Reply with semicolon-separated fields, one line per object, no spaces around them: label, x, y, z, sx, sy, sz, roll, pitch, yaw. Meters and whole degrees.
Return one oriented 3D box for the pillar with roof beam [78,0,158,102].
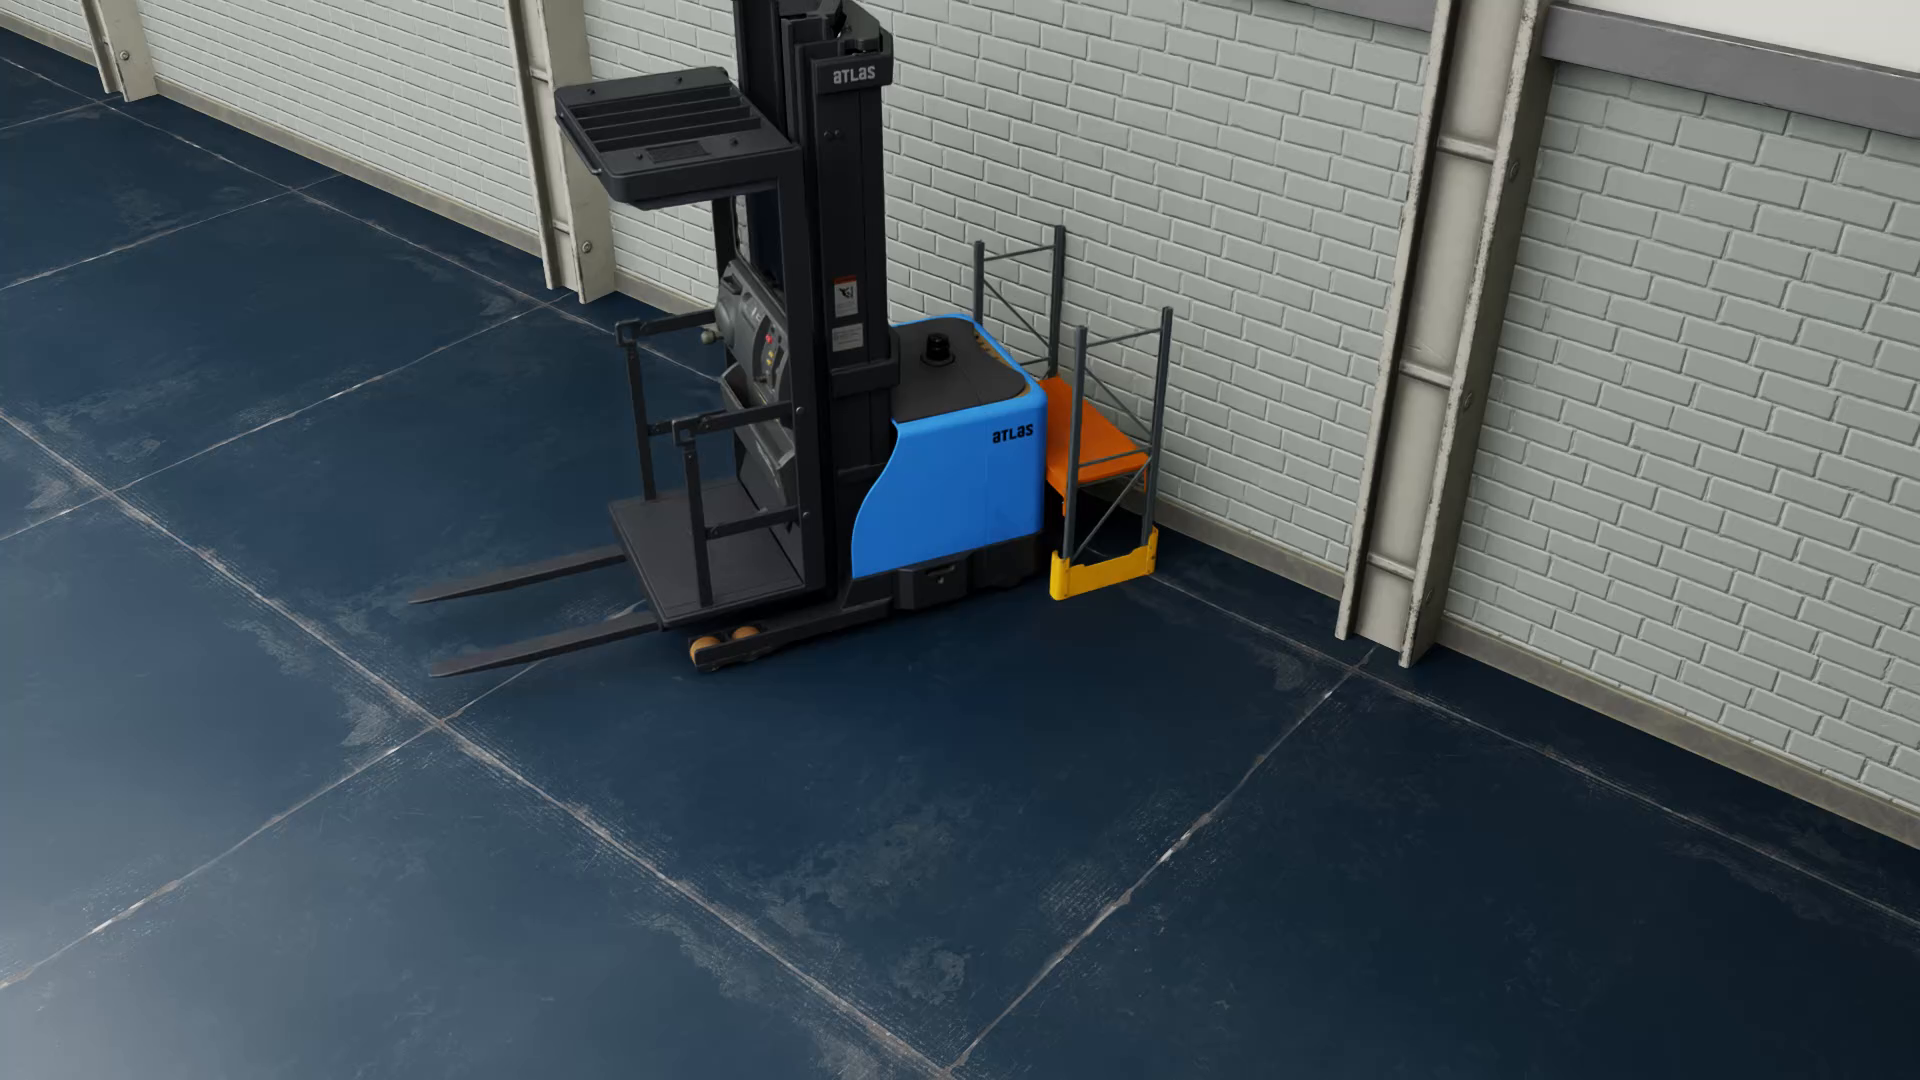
pillar with roof beam;-9.910;-5.712;9.118;0.400;9.000;9.100;25;42;32

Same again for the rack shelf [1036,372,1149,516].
rack shelf;0.514;-0.505;8.474;0.538;0.185;1.000;-15;37;-22

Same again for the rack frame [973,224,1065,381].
rack frame;0.290;-0.913;8.747;0.500;1.500;0.032;-15;37;-22

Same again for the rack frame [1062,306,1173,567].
rack frame;0.743;-0.396;7.998;0.500;1.500;0.032;-15;37;-22

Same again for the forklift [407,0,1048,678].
forklift;-1.129;-0.928;7.512;3.031;2.935;1.130;-14;37;-19

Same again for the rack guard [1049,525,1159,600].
rack guard;0.725;0.111;8.364;0.587;0.250;0.087;-15;37;-22

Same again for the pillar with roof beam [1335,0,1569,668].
pillar with roof beam;-0.687;-1.365;2.789;0.400;9.000;9.100;25;42;32

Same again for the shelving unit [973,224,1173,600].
shelving unit;0.512;-0.659;8.379;0.587;1.500;1.083;-15;37;-22

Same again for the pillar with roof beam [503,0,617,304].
pillar with roof beam;-5.298;-3.539;5.954;0.400;9.000;9.100;25;42;32
